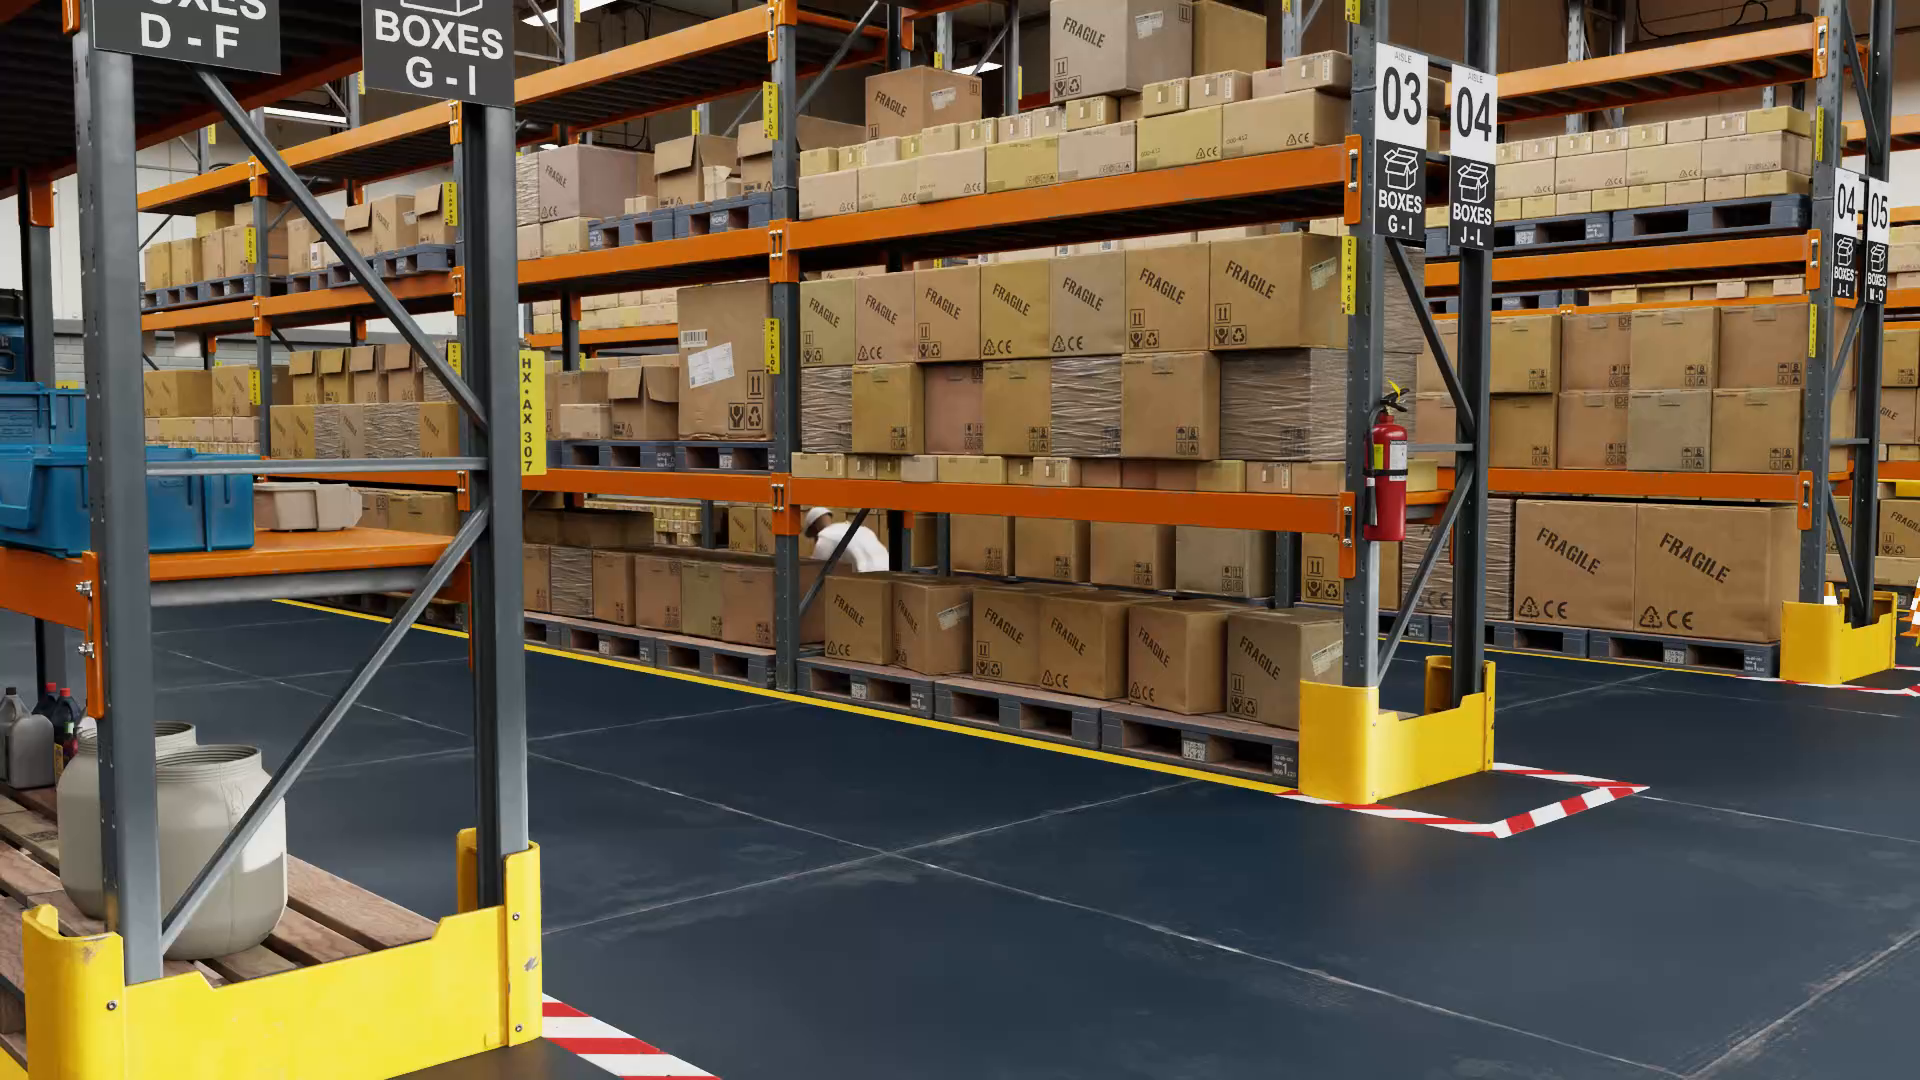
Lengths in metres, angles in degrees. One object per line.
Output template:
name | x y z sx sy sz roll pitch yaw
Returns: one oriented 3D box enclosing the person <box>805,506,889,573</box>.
person | -0.849 0.254 12.483 0.894 1.016 0.550 3 5 41
